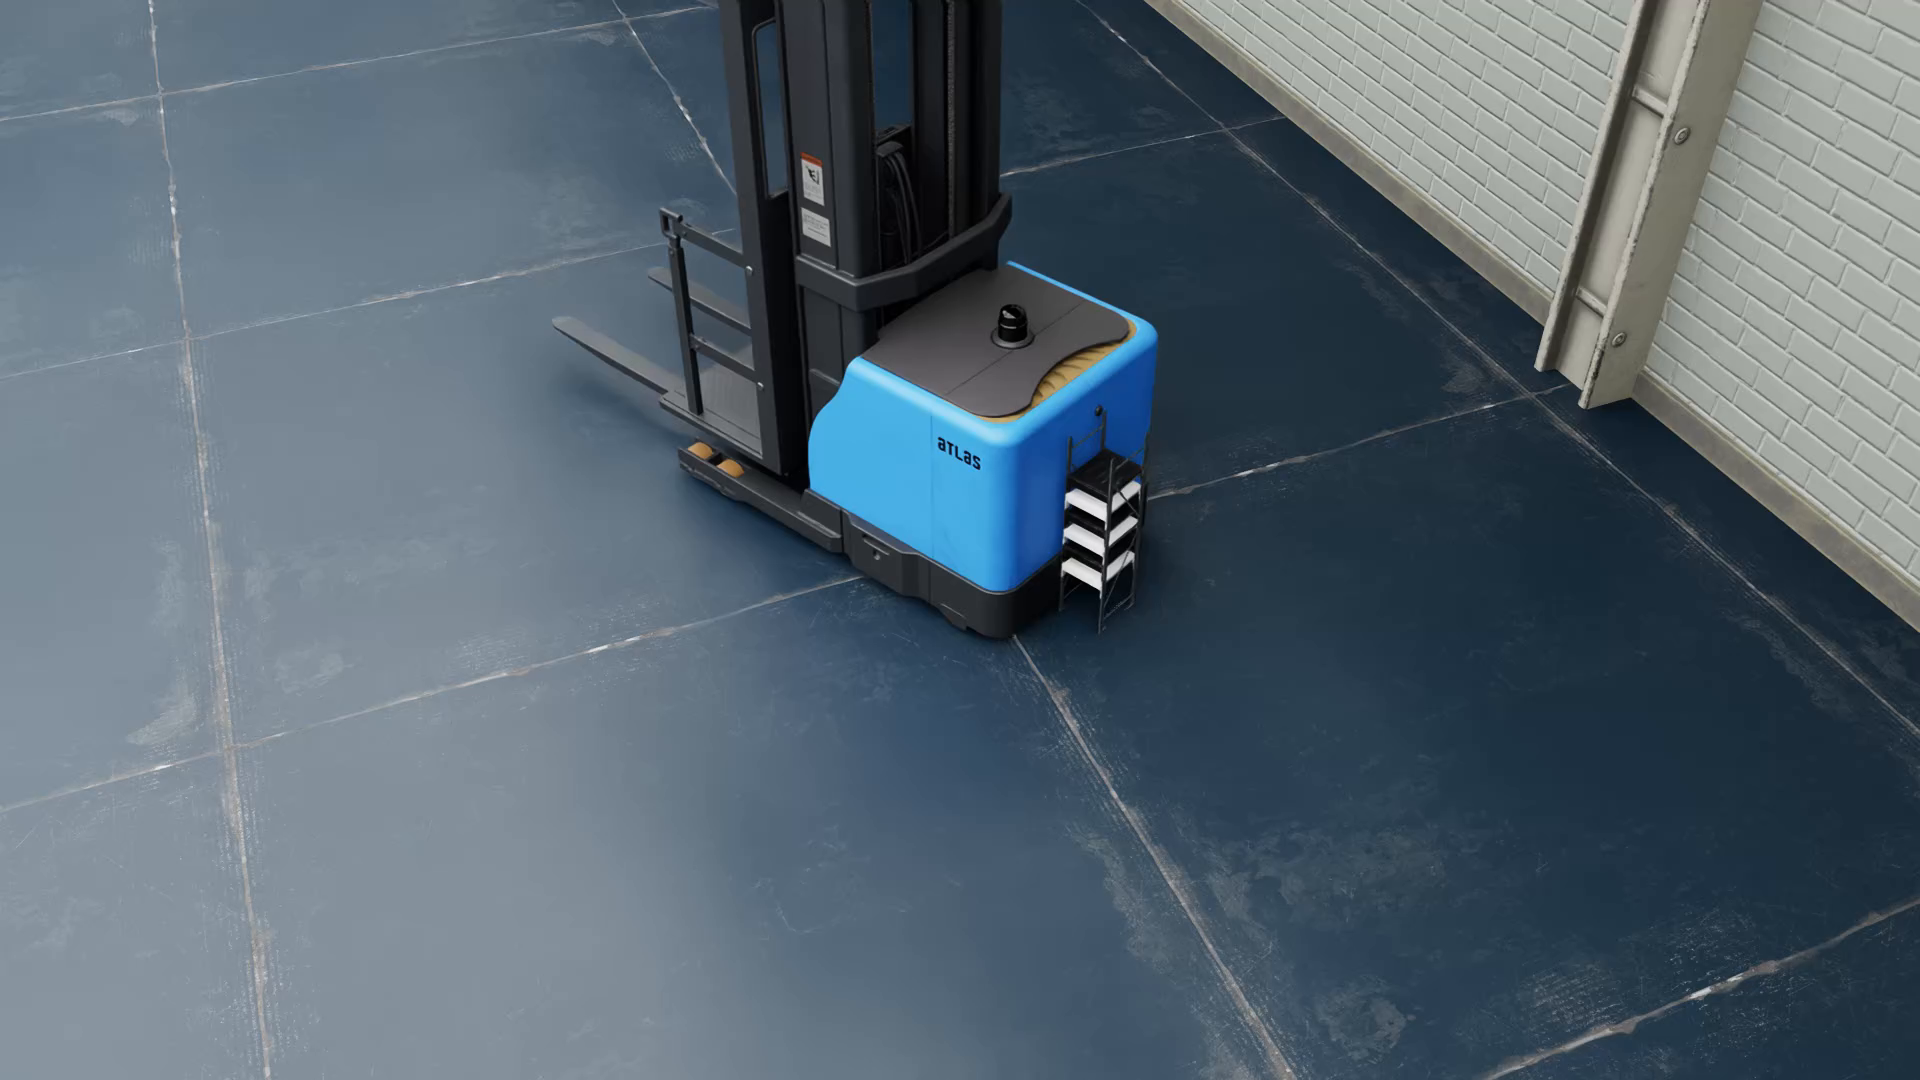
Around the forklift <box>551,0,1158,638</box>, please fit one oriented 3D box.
[{"bbox_3d":[-0.642,-1.537,6.790,3.031,2.935,1.130,29,49,30],"label":"forklift"}]

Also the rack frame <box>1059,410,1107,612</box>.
[{"bbox_3d":[0.491,-0.102,6.679,0.006,0.900,0.240,29,49,30],"label":"rack frame"}]

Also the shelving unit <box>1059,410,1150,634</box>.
[{"bbox_3d":[0.568,-0.059,6.629,0.210,0.900,0.258,29,49,30],"label":"shelving unit"}]

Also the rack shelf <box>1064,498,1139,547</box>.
[{"bbox_3d":[0.568,-0.102,6.592,0.200,0.077,0.258,29,49,30],"label":"rack shelf"}]

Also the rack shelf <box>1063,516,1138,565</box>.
[{"bbox_3d":[0.568,-0.034,6.650,0.200,0.077,0.258,29,49,30],"label":"rack shelf"}]

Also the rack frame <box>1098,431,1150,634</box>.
[{"bbox_3d":[0.645,-0.016,6.578,0.006,0.900,0.240,29,49,30],"label":"rack frame"}]

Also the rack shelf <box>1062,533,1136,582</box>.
[{"bbox_3d":[0.568,0.034,6.709,0.200,0.077,0.258,29,49,30],"label":"rack shelf"}]

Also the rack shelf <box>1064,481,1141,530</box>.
[{"bbox_3d":[0.568,-0.170,6.533,0.200,0.077,0.258,29,49,30],"label":"rack shelf"}]

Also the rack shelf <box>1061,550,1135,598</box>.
[{"bbox_3d":[0.568,0.103,6.768,0.200,0.077,0.258,29,49,30],"label":"rack shelf"}]

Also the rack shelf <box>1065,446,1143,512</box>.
[{"bbox_3d":[0.568,-0.239,6.474,0.200,0.077,0.258,29,49,30],"label":"rack shelf"}]

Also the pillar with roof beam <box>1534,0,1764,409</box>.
[{"bbox_3d":[-0.914,-3.121,3.978,9.100,9.000,0.400,-15,43,-17],"label":"pillar with roof beam"}]
